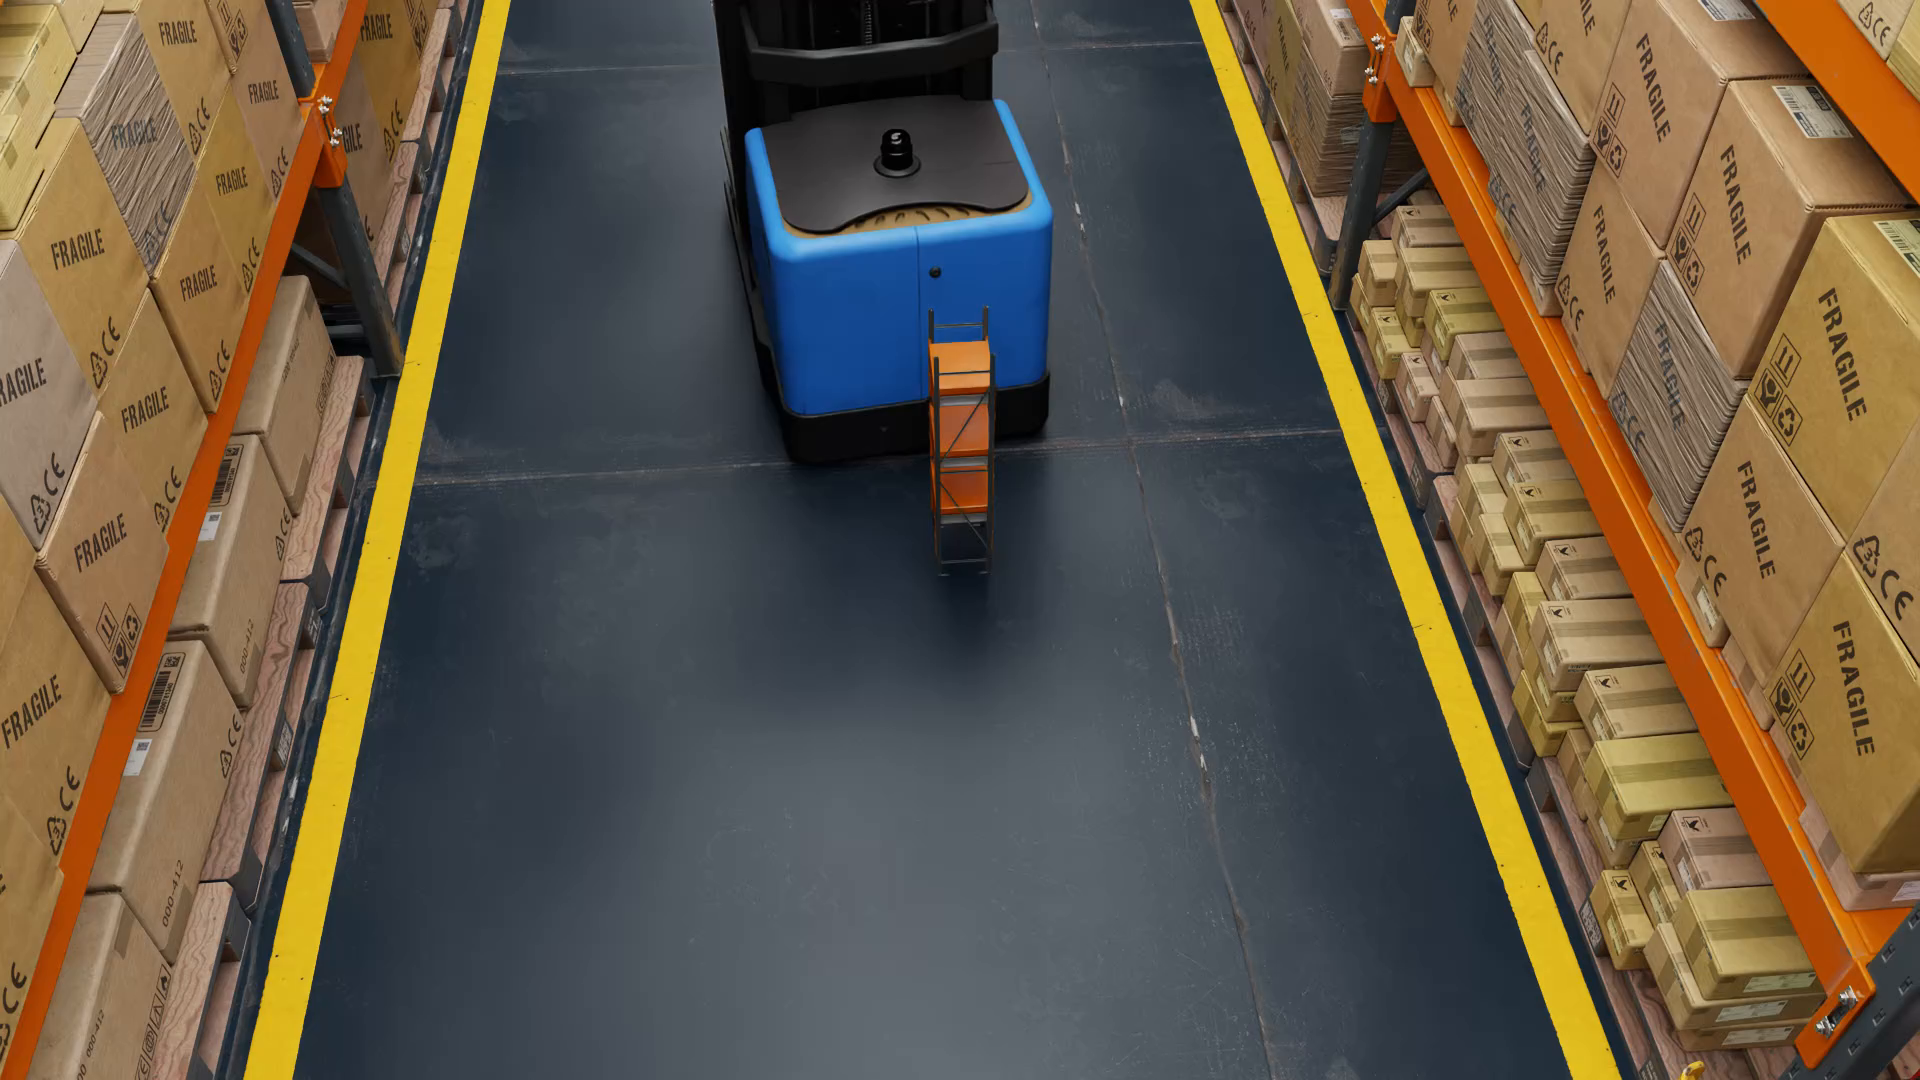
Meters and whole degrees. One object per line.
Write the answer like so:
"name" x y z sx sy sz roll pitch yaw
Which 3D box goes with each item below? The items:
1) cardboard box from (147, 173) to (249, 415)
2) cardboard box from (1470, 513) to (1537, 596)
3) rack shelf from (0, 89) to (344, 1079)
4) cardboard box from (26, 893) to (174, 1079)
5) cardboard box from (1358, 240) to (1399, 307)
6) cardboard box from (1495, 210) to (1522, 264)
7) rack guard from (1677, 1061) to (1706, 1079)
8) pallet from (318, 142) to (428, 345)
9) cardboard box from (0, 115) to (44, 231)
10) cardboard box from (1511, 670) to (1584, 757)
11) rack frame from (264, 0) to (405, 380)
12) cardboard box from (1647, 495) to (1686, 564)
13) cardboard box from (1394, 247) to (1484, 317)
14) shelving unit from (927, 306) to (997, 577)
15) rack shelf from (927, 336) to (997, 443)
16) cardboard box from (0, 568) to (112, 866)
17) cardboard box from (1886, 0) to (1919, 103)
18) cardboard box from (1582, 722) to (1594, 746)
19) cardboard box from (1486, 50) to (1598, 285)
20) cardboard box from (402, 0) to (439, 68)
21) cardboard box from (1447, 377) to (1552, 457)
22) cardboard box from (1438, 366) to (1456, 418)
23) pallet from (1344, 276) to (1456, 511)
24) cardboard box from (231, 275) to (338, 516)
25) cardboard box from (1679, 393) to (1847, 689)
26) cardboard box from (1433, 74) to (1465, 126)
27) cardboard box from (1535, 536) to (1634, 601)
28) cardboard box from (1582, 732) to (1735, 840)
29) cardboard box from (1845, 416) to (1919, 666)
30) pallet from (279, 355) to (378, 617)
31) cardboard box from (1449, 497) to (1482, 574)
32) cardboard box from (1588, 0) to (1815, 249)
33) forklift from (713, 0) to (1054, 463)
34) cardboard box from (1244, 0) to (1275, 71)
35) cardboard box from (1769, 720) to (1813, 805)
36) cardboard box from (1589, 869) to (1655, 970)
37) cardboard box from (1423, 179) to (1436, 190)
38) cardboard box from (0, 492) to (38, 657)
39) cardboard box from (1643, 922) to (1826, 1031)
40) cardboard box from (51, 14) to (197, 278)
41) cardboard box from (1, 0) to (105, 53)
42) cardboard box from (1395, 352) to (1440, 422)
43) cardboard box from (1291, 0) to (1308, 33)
"cardboard box" -2.418 -0.694 4.773 0.500 0.500 0.500 -4 47 -4
"cardboard box" 1.958 0.041 5.615 0.380 0.149 0.250 -3 47 -3
"rack shelf" -2.650 -0.020 4.699 1.077 0.370 4.000 -3 47 -3
"cardboard box" -2.637 1.445 4.291 0.875 0.438 0.875 -5 47 -5
"cardboard box" 1.819 -1.073 6.670 0.380 0.149 0.250 -2 47 -1
"cardboard box" 1.948 -1.022 5.325 0.380 0.149 0.250 -3 47 -3
"rack guard" 2.436 1.610 4.381 1.175 0.500 0.348 -3 47 -3
"pallet" -2.957 -1.309 7.345 1.003 0.211 1.213 -3 47 -3
"cardboard box" -2.324 -0.820 3.756 0.380 0.149 0.250 -5 47 -4
"cardboard box" 2.014 0.538 5.349 0.380 0.149 0.250 -5 47 -5
"rack frame" -2.817 -1.715 5.808 1.000 3.000 0.127 -3 47 -3
"cardboard box" 2.076 -0.065 4.419 0.380 0.149 0.250 -5 47 -5
"cardboard box" 1.894 -0.993 6.389 0.380 0.149 0.250 -1 47 -1
"shelving unit" 0.004 -0.322 5.832 0.215 1.050 0.252 -3 47 -3
"rack shelf" 0.004 -0.510 5.634 0.215 0.259 0.240 -3 47 -3
"cardboard box" -2.306 0.416 3.721 0.500 0.500 0.500 -4 47 -4
"cardboard box" 2.090 -0.856 3.032 0.500 0.250 0.500 -3 47 -3
"cardboard box" 2.148 0.598 5.087 0.380 0.149 0.250 -4 47 -4
"cardboard box" 1.952 -1.127 4.978 0.500 0.500 0.500 -4 47 -4
"cardboard box" -3.106 -2.872 8.078 0.875 0.875 0.875 -3 47 -3
"cardboard box" 1.948 -0.436 5.862 0.380 0.149 0.250 -3 47 -2
"cardboard box" 2.005 -0.526 6.152 0.380 0.149 0.250 -6 47 -5
"pallet" 2.199 -0.646 6.716 1.003 0.211 1.213 -3 47 -3
"cardboard box" -2.871 -0.517 6.149 0.875 0.438 0.875 -4 47 -4
"cardboard box" 2.110 -0.014 3.923 0.500 0.500 0.500 -4 47 -4
"cardboard box" 1.900 -1.595 5.868 0.380 0.149 0.250 -2 47 -2
"cardboard box" 2.085 0.125 5.331 0.380 0.149 0.250 -5 47 -5
"cardboard box" 2.033 0.704 4.782 0.380 0.149 0.250 -4 47 -4
"cardboard box" 2.156 0.009 3.213 0.500 0.500 0.500 -4 47 -4
"pallet" -2.831 -0.201 6.295 1.003 0.211 1.213 -3 47 -3
"cardboard box" 1.967 -0.033 5.890 0.380 0.149 0.250 -5 47 -4
"cardboard box" 2.013 -1.116 4.278 0.500 0.500 0.500 -5 47 -5
"forklift" -0.462 -2.395 6.499 1.130 2.935 3.031 -9 47 -8
"cardboard box" 1.713 -2.636 8.113 0.500 0.500 0.500 -4 47 -4
"cardboard box" 2.150 0.491 3.892 0.380 0.149 0.250 -4 47 -3
"cardboard box" 2.068 1.093 4.823 0.380 0.149 0.250 -2 47 -2
"cardboard box" 2.310 -1.924 7.439 0.500 0.500 0.500 -2 47 -2
"cardboard box" -2.289 0.063 3.367 0.500 0.500 0.500 -5 47 -4
"cardboard box" 2.113 1.175 4.541 0.380 0.149 0.250 -5 47 -4
"cardboard box" -2.416 -1.033 4.405 0.500 0.500 0.500 -3 47 -3
"cardboard box" -2.453 -1.373 4.280 0.380 0.149 0.250 -4 47 -4
"cardboard box" 1.912 -0.600 6.427 0.380 0.149 0.250 -4 47 -3
"cardboard box" 1.763 -2.528 7.494 0.500 0.250 0.500 -1 47 -1
